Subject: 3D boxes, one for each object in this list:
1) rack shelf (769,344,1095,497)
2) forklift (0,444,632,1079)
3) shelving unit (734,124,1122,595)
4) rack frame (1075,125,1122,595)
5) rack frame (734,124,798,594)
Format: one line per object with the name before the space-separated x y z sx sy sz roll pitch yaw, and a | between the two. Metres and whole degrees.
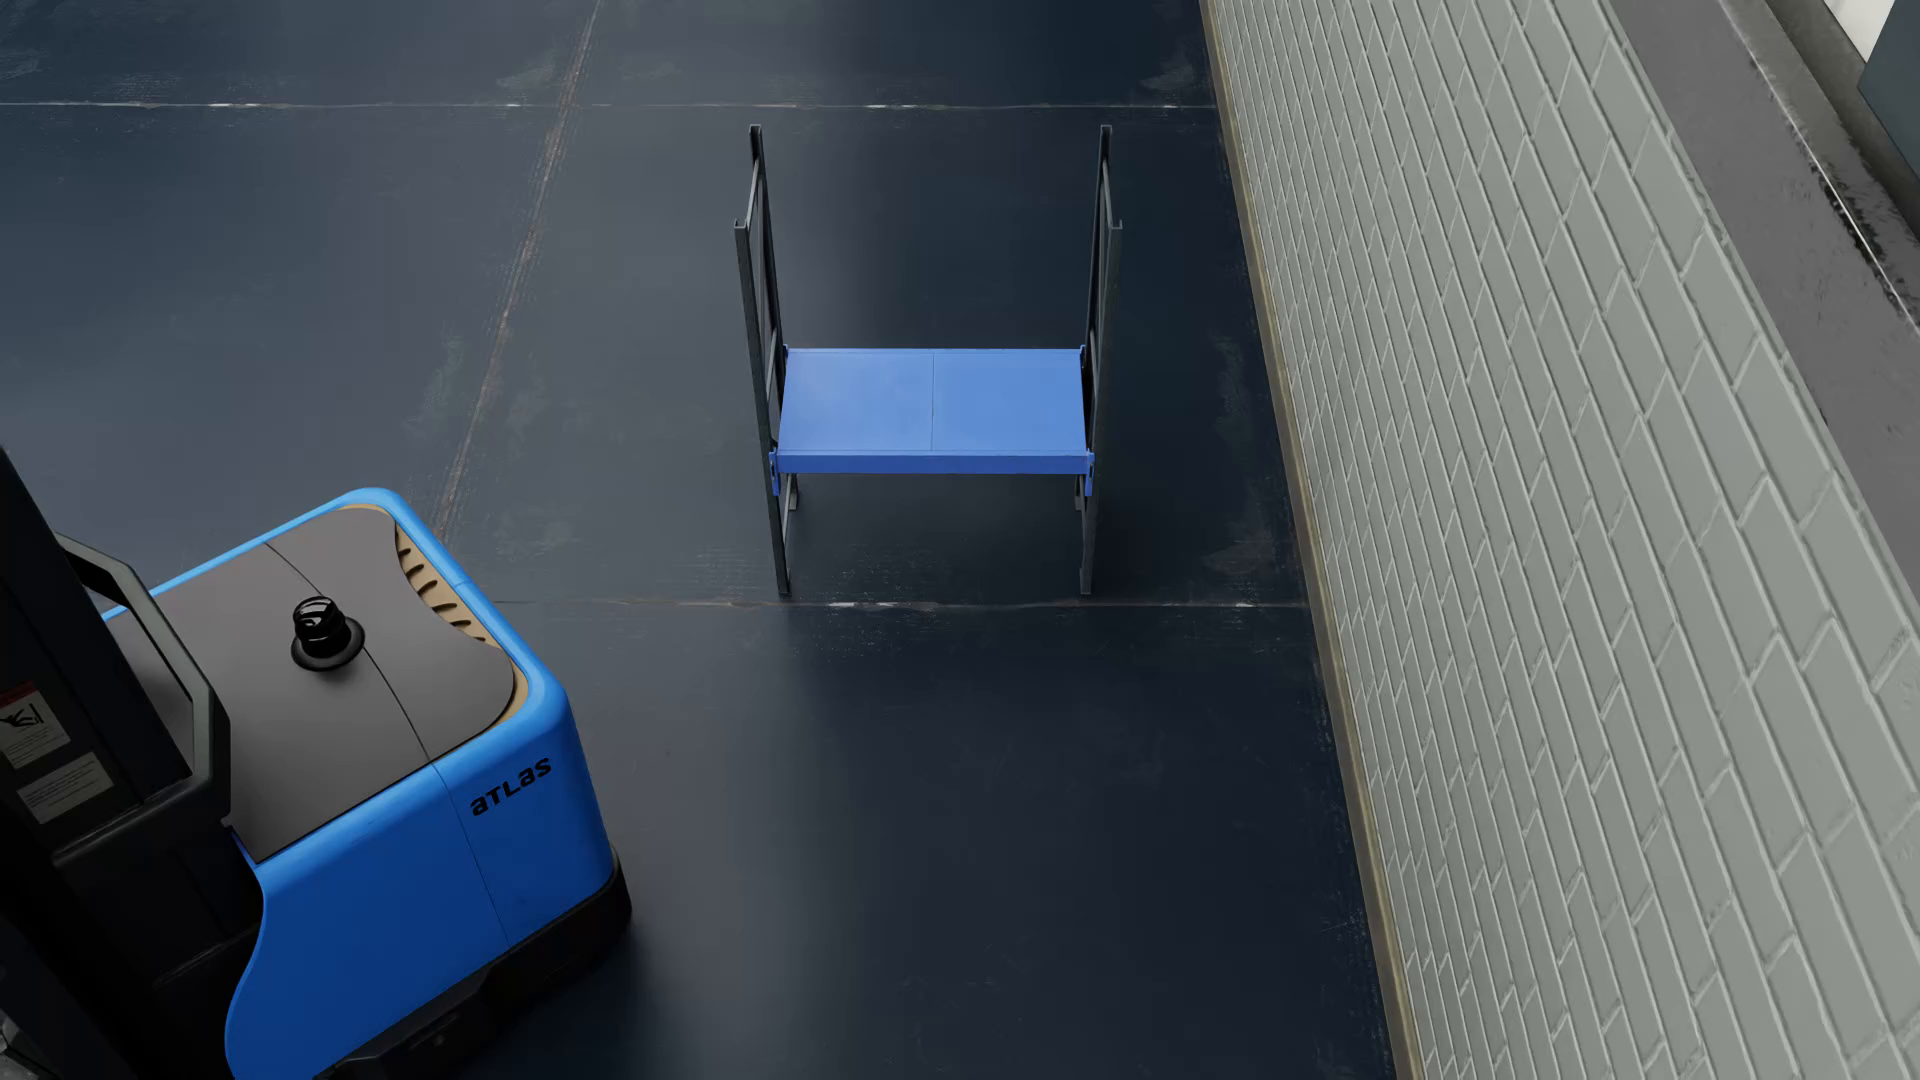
rack shelf | -0.085 -0.389 5.333 1.000 0.185 0.538 0 47 0
forklift | -2.377 0.530 3.254 3.031 2.935 1.130 -32 55 -26
shelving unit | -0.085 -0.511 5.201 1.048 1.500 0.538 0 47 0
rack frame | 0.423 -0.510 5.200 0.032 1.500 0.500 0 47 0
rack frame | -0.594 -0.513 5.203 0.032 1.500 0.500 0 47 0
